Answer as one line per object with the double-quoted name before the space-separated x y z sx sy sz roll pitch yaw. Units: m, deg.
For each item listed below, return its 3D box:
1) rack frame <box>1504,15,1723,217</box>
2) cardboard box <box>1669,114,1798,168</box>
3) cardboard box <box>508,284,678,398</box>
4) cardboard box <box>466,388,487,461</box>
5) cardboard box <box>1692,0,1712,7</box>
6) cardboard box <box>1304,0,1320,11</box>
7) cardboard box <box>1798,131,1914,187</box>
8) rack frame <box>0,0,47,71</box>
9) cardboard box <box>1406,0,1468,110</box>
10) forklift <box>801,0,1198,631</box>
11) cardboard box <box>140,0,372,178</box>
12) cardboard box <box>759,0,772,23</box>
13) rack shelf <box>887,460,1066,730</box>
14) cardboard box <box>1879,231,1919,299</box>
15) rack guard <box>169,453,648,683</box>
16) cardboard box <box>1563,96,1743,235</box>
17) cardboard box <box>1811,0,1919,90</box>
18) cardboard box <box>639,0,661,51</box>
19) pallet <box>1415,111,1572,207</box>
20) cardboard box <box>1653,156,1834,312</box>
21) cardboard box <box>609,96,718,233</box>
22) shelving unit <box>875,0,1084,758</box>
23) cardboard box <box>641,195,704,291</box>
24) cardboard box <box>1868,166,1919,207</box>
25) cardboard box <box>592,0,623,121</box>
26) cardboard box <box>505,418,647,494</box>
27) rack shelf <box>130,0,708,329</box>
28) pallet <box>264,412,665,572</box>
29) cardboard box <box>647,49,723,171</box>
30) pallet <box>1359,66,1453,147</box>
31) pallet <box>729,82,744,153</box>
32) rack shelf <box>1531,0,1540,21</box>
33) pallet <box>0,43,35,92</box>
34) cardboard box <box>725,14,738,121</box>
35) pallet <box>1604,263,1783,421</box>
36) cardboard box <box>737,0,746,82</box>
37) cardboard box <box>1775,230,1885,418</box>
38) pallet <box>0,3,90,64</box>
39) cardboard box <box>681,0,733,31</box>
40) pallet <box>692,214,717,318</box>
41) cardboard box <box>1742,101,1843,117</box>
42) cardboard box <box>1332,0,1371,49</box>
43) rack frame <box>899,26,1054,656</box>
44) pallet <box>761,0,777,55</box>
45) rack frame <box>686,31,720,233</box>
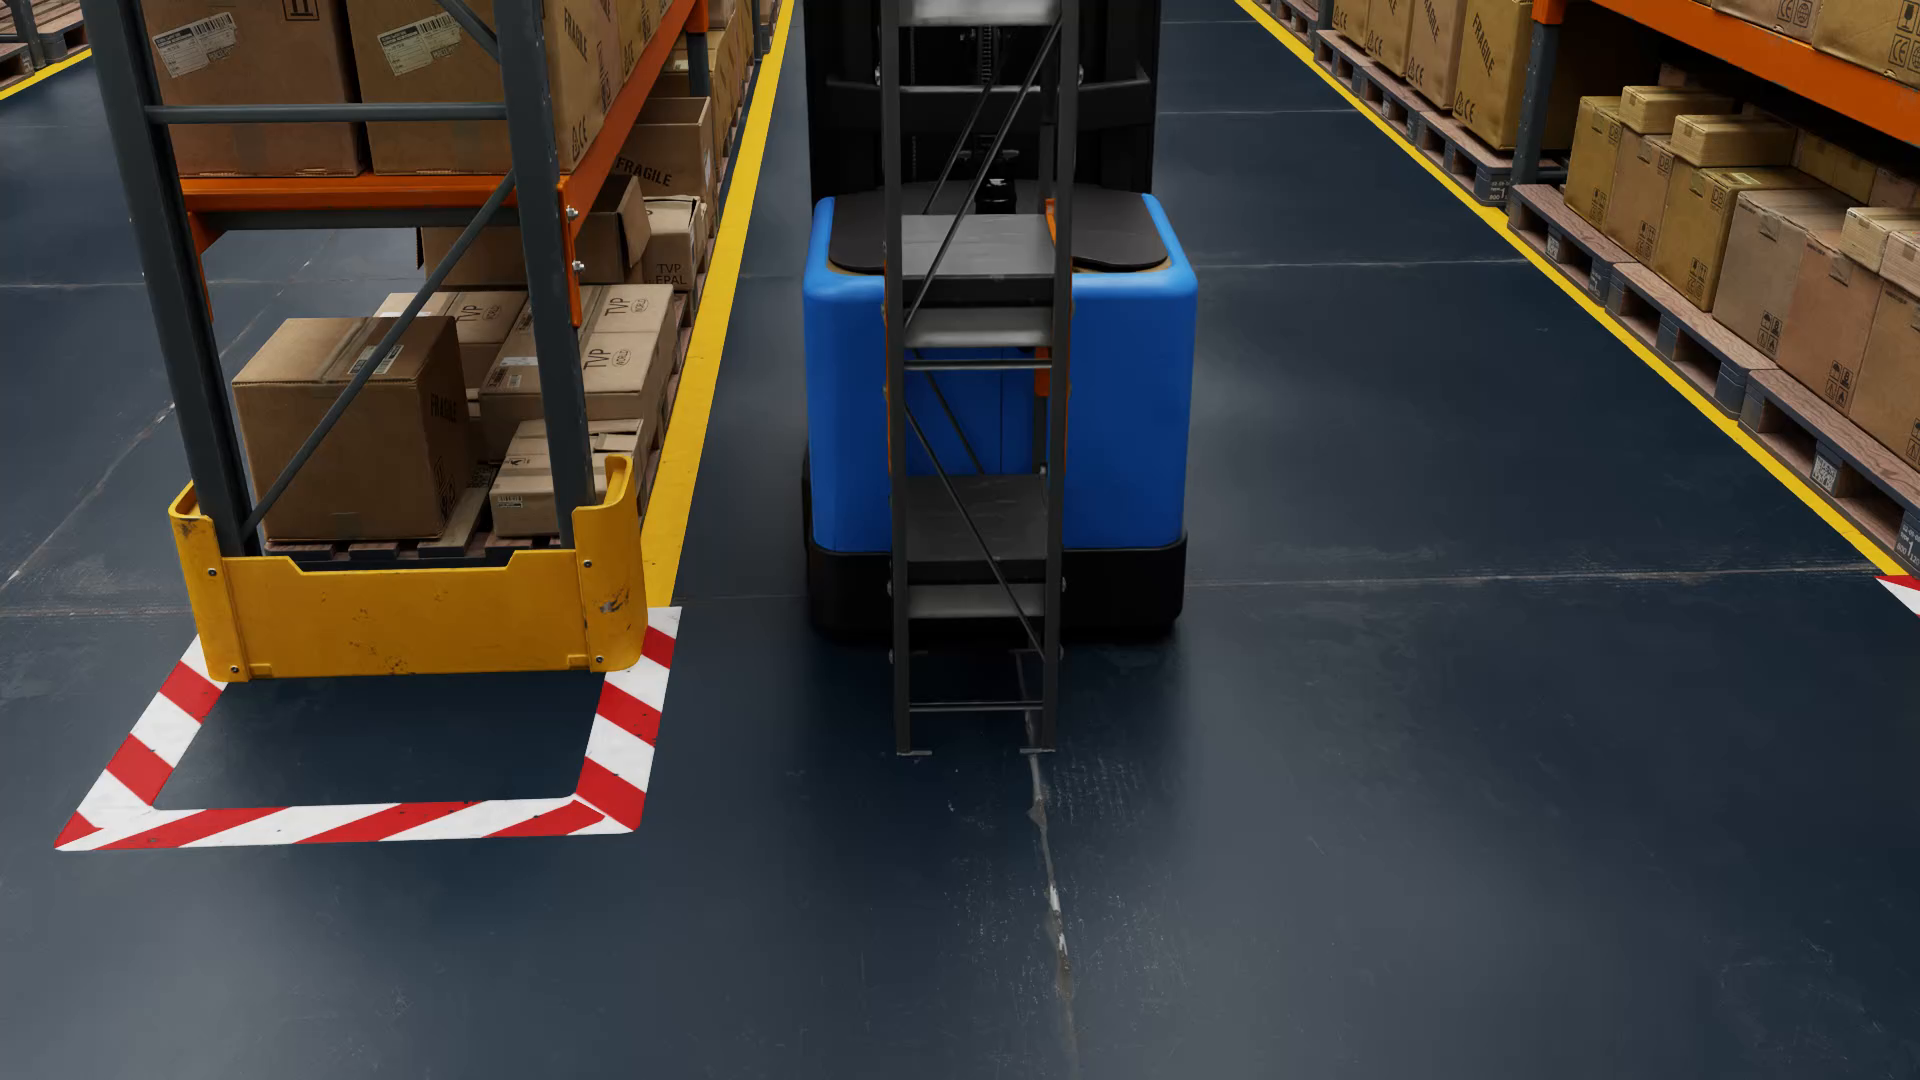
"rack frame" 3.261 -2.969 7.700 1.000 3.000 0.127 -1 28 -3
"cardboard box" 3.061 -1.583 6.590 0.380 0.149 0.250 -2 28 -4
"cardboard box" -1.274 -0.696 5.839 0.500 0.250 0.500 -1 28 -3
"cardboard box" -1.682 -0.374 5.311 0.380 0.166 0.250 -1 28 -3
"cardboard box" 3.306 -2.514 6.503 0.980 0.700 0.700 -2 28 -4
"cardboard box" 2.963 -4.235 12.353 0.700 0.500 0.500 -1 28 -2
"cardboard box" 3.459 -1.458 6.349 0.380 0.149 0.250 -2 28 -4
"rack frame" -6.841 -4.577 10.783 1.000 3.000 0.127 -1 28 -3
"cardboard box" 3.048 -2.910 9.456 0.750 0.750 0.750 -1 28 -1
"forklift" 0.059 -1.690 5.320 1.130 2.935 3.031 -1 28 -2
"cardboard box" -1.772 -1.245 4.286 0.500 0.500 0.500 -1 28 -1
"cardboard box" -1.628 -3.911 12.025 0.500 0.250 0.500 -1 28 -3
"rack shelf" 0.032 0.133 4.268 0.431 0.518 0.480 -1 28 -2
"cardboard box" 3.145 -0.863 5.209 0.380 0.149 0.250 -2 28 -3
"rack guard" -1.480 0.072 4.570 1.175 0.500 0.348 -1 28 -3
"cardboard box" 3.198 -1.699 7.514 0.700 0.500 0.500 -1 28 -2
"cardboard box" 3.384 -1.826 5.183 0.980 0.700 0.700 -2 28 -3
"cardboard box" -1.316 -1.957 5.651 0.500 0.500 0.500 -1 28 -2
"pallet" 3.146 -2.087 9.024 1.003 0.211 1.213 -1 28 -3
"cardboard box" 3.245 -1.230 6.614 0.700 0.500 0.500 -1 28 -1
"cardboard box" -1.372 -1.678 7.452 0.500 0.500 0.500 -1 28 -3
"shelving unit" 0.032 -0.500 3.938 0.431 2.100 0.503 -1 28 -2
"cardboard box" -1.333 -1.248 6.831 0.500 0.311 0.500 -1 28 -3
"cardboard box" 3.486 -1.223 5.898 0.380 0.149 0.250 -1 28 -2
"cardboard box" -1.269 -1.494 4.764 0.500 0.500 0.500 -2 28 -3
"cardboard box" -1.168 -0.257 5.087 0.380 0.166 0.250 -1 28 -3
"rack shelf" -1.581 -1.605 5.862 1.077 0.370 4.000 -1 28 -3
"pallet" -1.523 -0.167 5.343 1.003 0.211 1.213 -1 28 -3
"cardboard box" -1.467 -2.164 8.383 0.500 0.500 0.500 -3 28 -5
"pallet" 3.079 -2.652 10.107 1.003 0.211 1.213 -1 28 -3
"pallet" -1.832 -2.551 9.913 1.003 0.211 1.213 -1 28 -3
"rack shelf" 3.157 -3.574 9.637 1.077 0.370 4.000 -1 28 -3
"pallet" -6.758 -2.978 10.731 1.003 0.211 1.213 -1 28 -3
"cardboard box" -1.525 -2.641 9.297 0.500 0.500 0.500 -1 28 -2
"pallet" 3.290 -0.815 6.585 1.003 0.211 1.213 -1 28 -3
"cardboard box" -1.584 -3.117 10.209 0.500 0.500 0.500 -2 28 -5
"cardboard box" 3.308 -0.752 5.697 0.700 0.500 0.500 -1 28 -3
"pallet" -6.843 -3.700 12.115 1.003 0.211 1.213 -1 28 -3
"cardboard box" -1.520 -2.958 9.095 0.500 0.250 0.500 -1 28 -3
"pallet" -1.651 -1.294 7.504 1.003 0.211 1.213 -1 28 -3
"cardboard box" 3.433 -1.694 6.801 0.380 0.149 0.250 -2 28 -4
"cardboard box" 2.960 -3.707 10.984 0.750 0.750 0.750 -2 28 -3
"rack frame" 0.024 -0.613 4.155 0.400 2.100 0.015 -1 28 -2
"pallet" -1.898 -3.840 12.384 1.003 0.211 1.213 -1 28 -3
"rack frame" -1.685 -2.848 7.467 1.000 3.000 0.127 -1 28 -3
